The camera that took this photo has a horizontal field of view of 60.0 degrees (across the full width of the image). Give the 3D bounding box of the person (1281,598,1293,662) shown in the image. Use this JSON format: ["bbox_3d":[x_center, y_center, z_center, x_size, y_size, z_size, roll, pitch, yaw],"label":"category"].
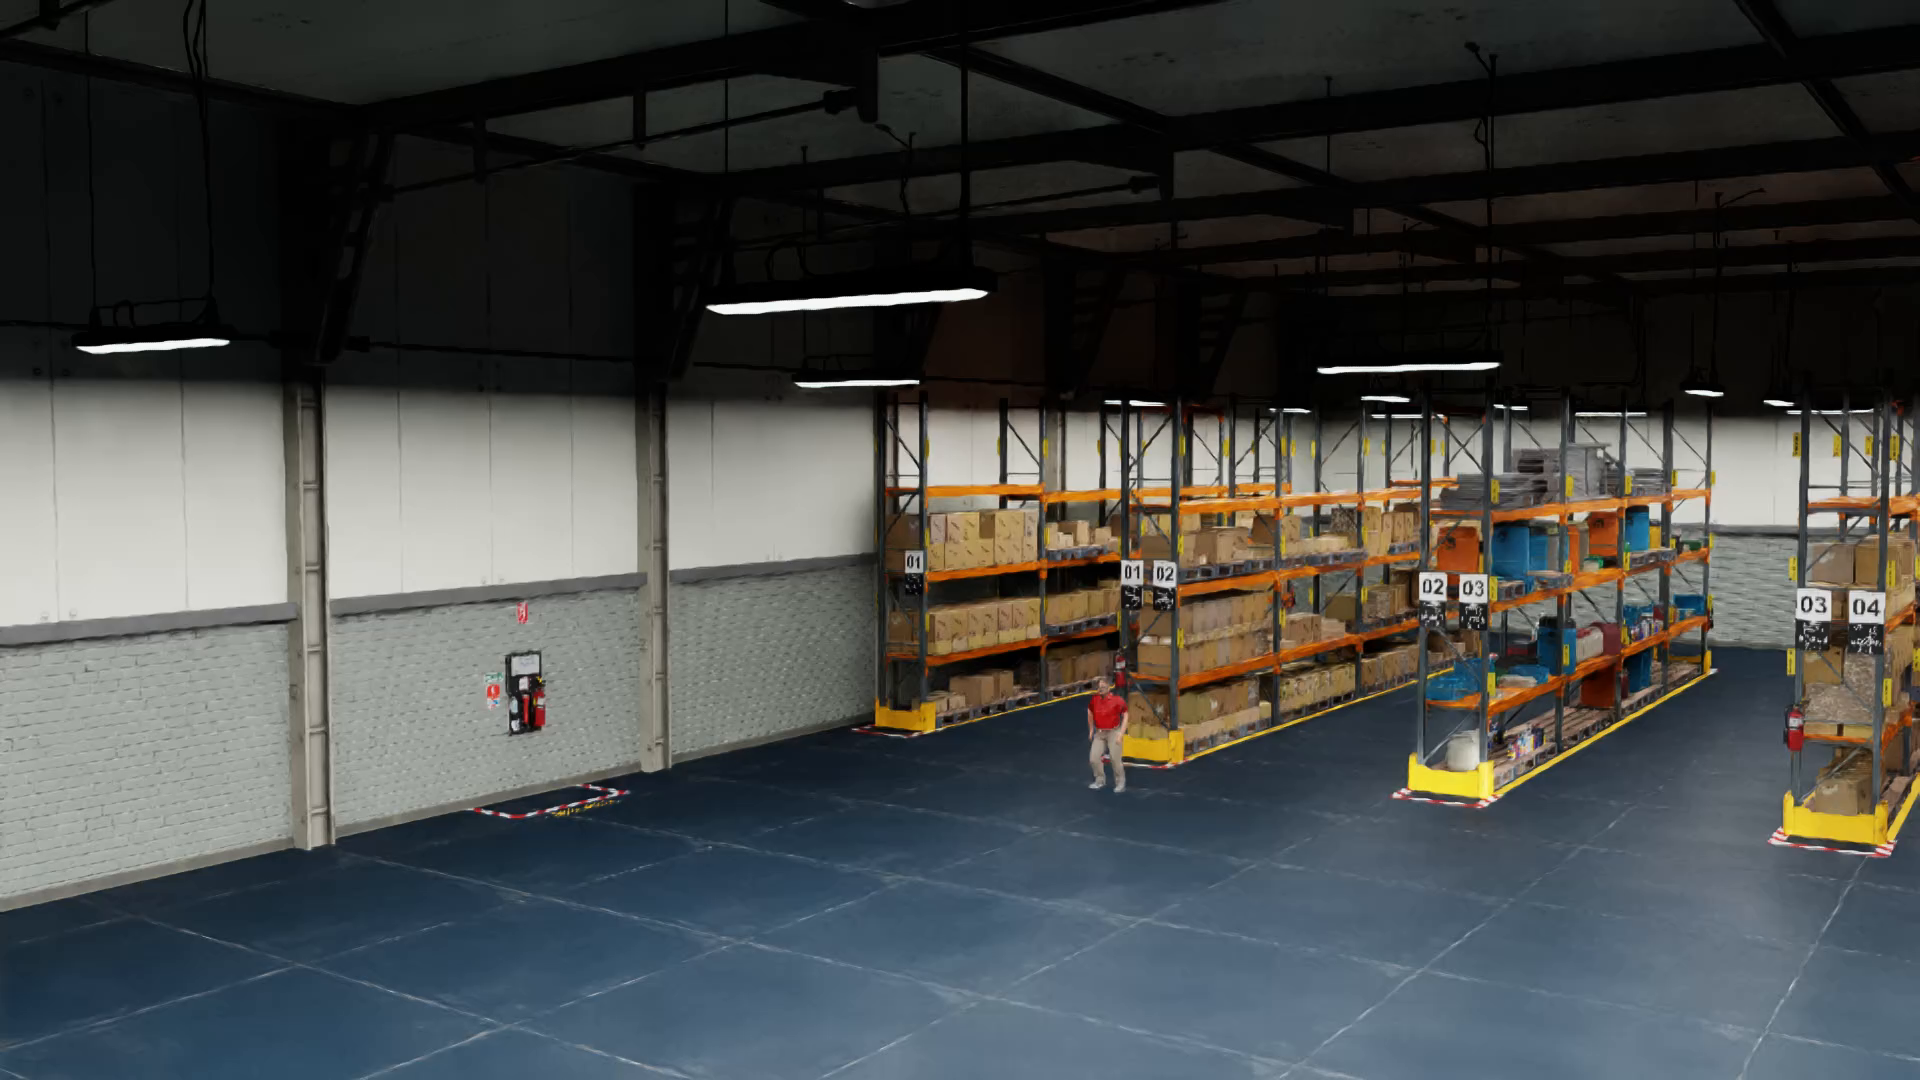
[{"bbox_3d":[7.458,2.098,38.299,0.430,1.540,0.948,2,4,33],"label":"person"}]

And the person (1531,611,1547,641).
[{"bbox_3d":[12.193,2.269,34.764,0.497,1.583,1.090,2,4,37],"label":"person"}]

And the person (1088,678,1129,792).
[{"bbox_3d":[2.152,2.825,24.208,0.682,1.676,0.535,2,4,33],"label":"person"}]
